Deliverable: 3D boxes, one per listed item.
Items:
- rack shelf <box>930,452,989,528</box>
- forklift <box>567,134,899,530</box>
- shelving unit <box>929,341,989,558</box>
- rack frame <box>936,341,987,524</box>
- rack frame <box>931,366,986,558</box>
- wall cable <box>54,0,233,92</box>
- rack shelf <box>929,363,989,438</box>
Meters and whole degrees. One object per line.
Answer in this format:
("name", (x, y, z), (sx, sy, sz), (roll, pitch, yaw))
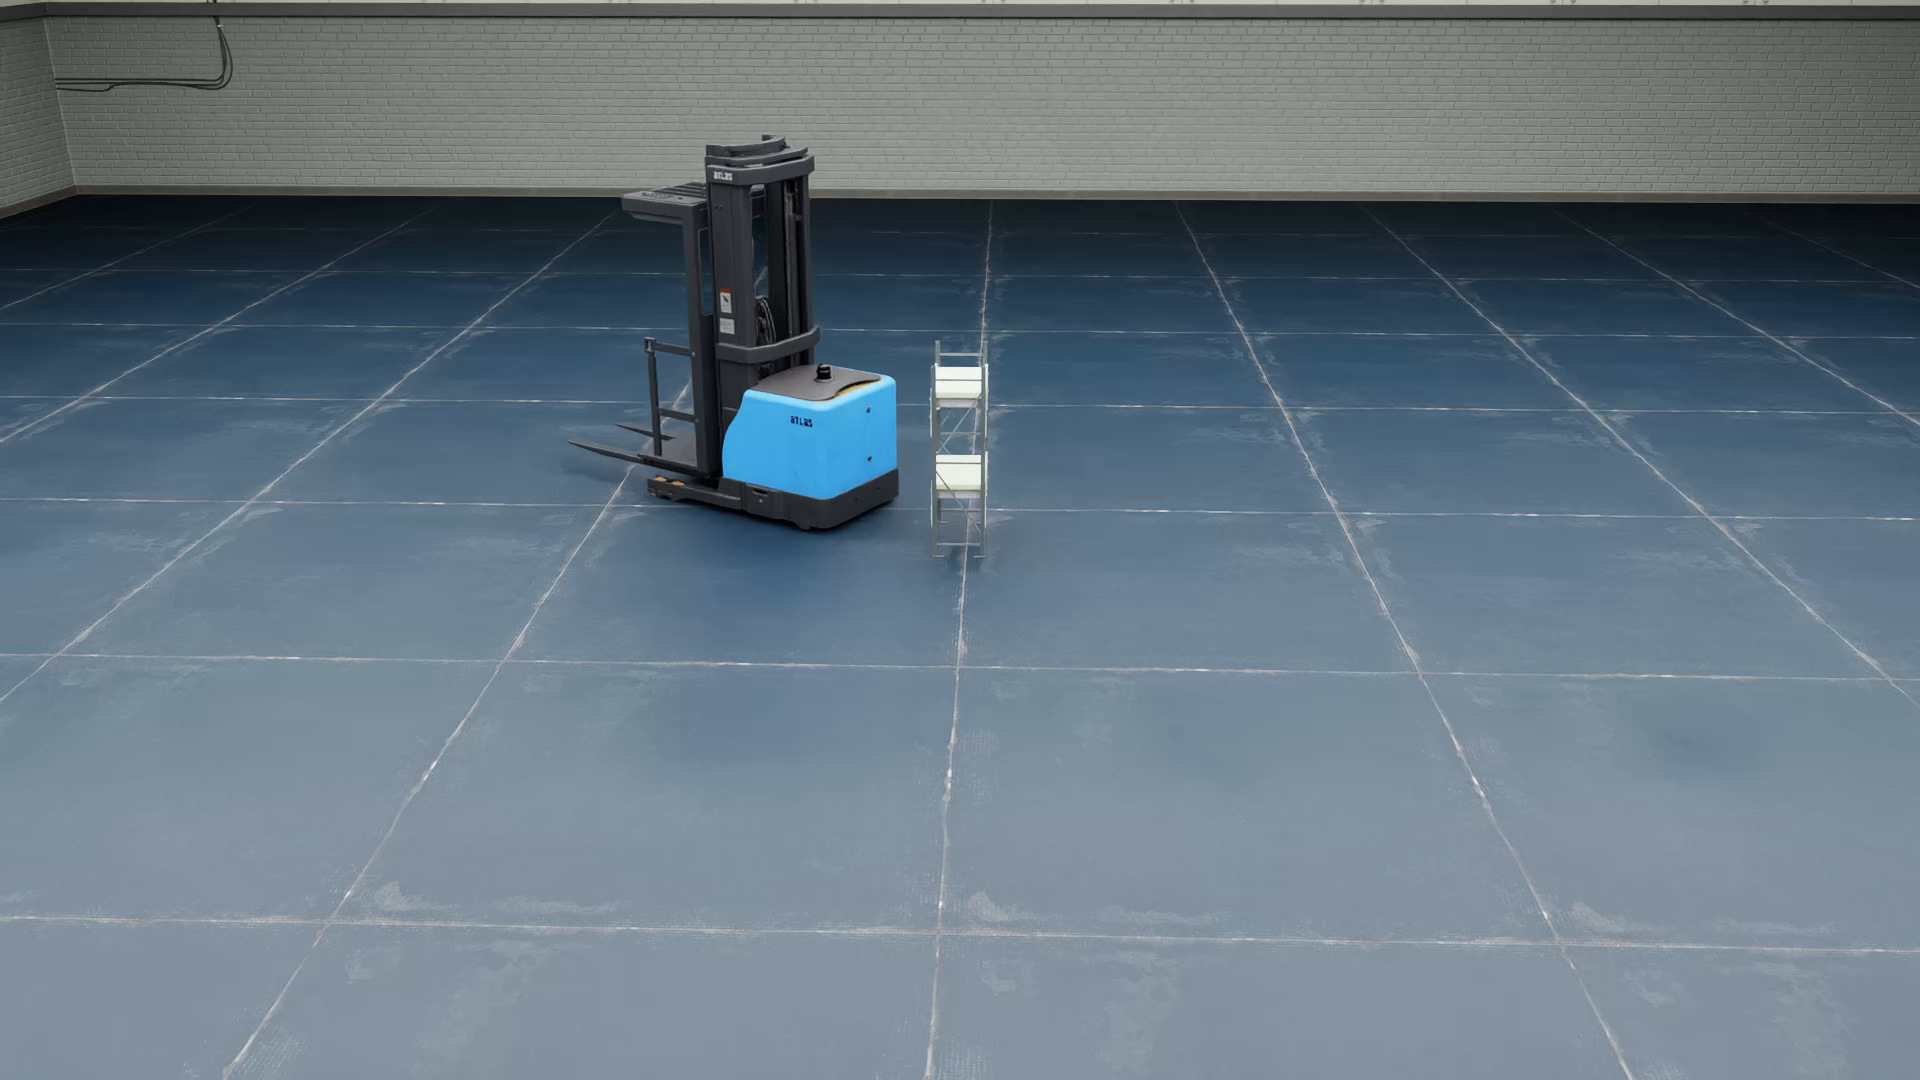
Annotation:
("rack shelf", (0.000, -0.398, 12.882), (0.431, 0.370, 0.720), (1, 21, 2))
("forklift", (-2.020, -1.833, 13.702), (3.031, 2.935, 1.130), (13, 25, 31))
("shelving unit", (0.000, -0.702, 12.764), (0.431, 1.500, 0.755), (1, 21, 2))
("rack frame", (0.011, -0.834, 13.105), (0.400, 1.500, 0.023), (1, 21, 2))
("rack frame", (-0.011, -0.569, 12.423), (0.400, 1.500, 0.023), (1, 21, 2))
("wall cable", (-13.454, -8.559, 26.940), (3.097, 2.526, 0.112), (1, 21, 2))
("rack shelf", (0.000, -1.065, 12.623), (0.431, 0.370, 0.720), (1, 21, 2))
